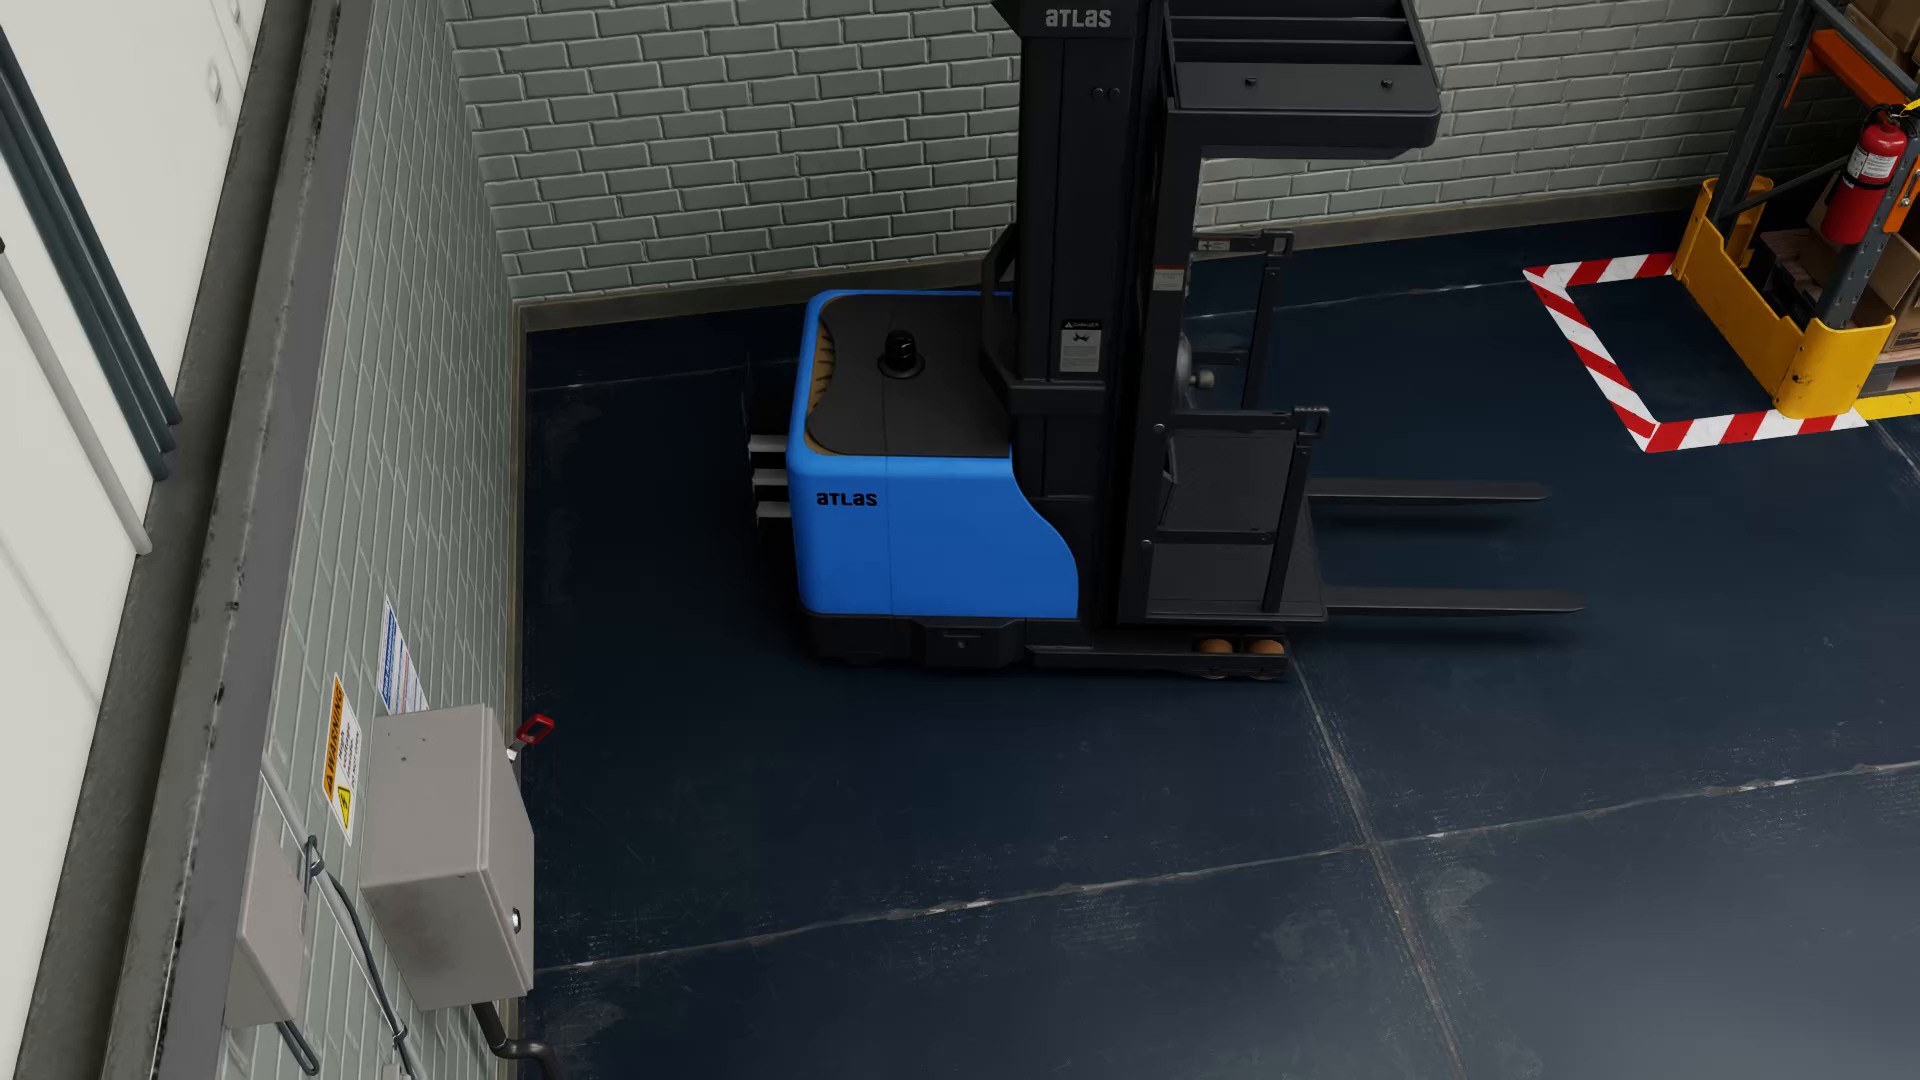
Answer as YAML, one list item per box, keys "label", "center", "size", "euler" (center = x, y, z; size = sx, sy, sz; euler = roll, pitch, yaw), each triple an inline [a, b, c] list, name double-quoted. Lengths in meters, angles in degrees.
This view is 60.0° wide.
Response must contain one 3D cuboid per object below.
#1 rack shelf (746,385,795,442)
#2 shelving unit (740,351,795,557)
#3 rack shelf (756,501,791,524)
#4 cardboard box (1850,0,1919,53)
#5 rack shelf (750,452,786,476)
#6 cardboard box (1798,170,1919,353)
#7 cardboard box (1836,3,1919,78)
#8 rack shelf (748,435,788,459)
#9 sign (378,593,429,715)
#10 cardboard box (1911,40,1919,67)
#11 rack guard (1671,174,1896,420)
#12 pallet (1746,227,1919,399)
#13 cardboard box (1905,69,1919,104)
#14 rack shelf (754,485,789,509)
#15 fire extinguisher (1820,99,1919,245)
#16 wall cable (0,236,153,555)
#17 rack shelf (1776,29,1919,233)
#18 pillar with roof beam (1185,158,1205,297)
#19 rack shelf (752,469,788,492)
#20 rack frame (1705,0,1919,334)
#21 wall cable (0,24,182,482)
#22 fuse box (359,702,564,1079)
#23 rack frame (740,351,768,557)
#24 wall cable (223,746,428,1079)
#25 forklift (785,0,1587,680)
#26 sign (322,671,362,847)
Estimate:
- label: "rack shelf"
  center: [-0.716, -0.490, 6.461]
  size: [0.200, 0.077, 0.258]
  euler: [1, 46, 1]
- label: "shelving unit"
  center: [-0.716, -0.326, 6.632]
  size: [0.210, 0.900, 0.258]
  euler: [1, 46, 1]
- label: "rack shelf"
  center: [-0.716, -0.178, 6.786]
  size: [0.200, 0.077, 0.258]
  euler: [1, 46, 1]
- label: "cardboard box"
  center: [4.107, -2.296, 6.970]
  size: [0.500, 0.250, 0.500]
  euler: [-6, 46, -6]
- label: "rack shelf"
  center: [-0.716, -0.365, 6.591]
  size: [0.200, 0.077, 0.258]
  euler: [1, 46, 1]
- label: "cardboard box"
  center: [4.318, -1.288, 7.543]
  size: [0.637, 0.503, 0.797]
  euler: [-9, 47, -8]
- label: "cardboard box"
  center: [3.980, -2.144, 7.101]
  size: [0.250, 0.149, 0.380]
  euler: [-8, 47, -7]
- label: "rack shelf"
  center: [-0.716, -0.427, 6.526]
  size: [0.200, 0.077, 0.258]
  euler: [1, 46, 1]
- label: "sign"
  center: [-1.506, 0.430, 4.512]
  size: [0.001, 0.494, 0.329]
  euler: [-7, 46, -7]
- label: "cardboard box"
  center: [4.192, -1.916, 6.604]
  size: [0.500, 0.250, 0.500]
  euler: [-7, 46, -7]
- label: "rack guard"
  center: [3.774, -1.143, 7.697]
  size: [0.348, 0.500, 1.175]
  euler: [-7, 46, -7]
- label: "pallet"
  center: [4.559, -1.141, 7.896]
  size: [1.213, 0.211, 1.003]
  euler: [-7, 46, -7]
- label: "cardboard box"
  center: [4.070, -1.759, 6.729]
  size: [0.250, 0.149, 0.380]
  euler: [-7, 47, -7]
- label: "rack shelf"
  center: [-0.716, -0.240, 6.721]
  size: [0.200, 0.077, 0.258]
  euler: [1, 46, 1]
- label: "fire extinguisher"
  center: [3.633, -1.498, 6.616]
  size: [0.183, 0.674, 0.296]
  euler: [-7, 46, -7]
- label: "wall cable"
  center: [-1.134, -0.196, 0.883]
  size: [0.029, 3.000, 2.355]
  euler: [-7, 46, -7]
- label: "rack shelf"
  center: [5.670, -1.996, 7.283]
  size: [4.000, 0.370, 1.077]
  euler: [-7, 46, -7]
- label: "pillar with roof beam"
  center: [1.622, -1.336, 1.981]
  size: [0.400, 9.000, 9.100]
  euler: [-7, 46, -7]
- label: "rack shelf"
  center: [-0.716, -0.302, 6.656]
  size: [0.200, 0.077, 0.258]
  euler: [1, 46, 1]
- label: "rack frame"
  center: [3.699, -2.000, 6.788]
  size: [0.127, 3.000, 1.000]
  euler: [-7, 46, -7]
- label: "wall cable"
  center: [-1.571, -2.190, 2.779]
  size: [0.133, 3.039, 2.988]
  euler: [-7, 46, -7]
- label: "fuse box"
  center: [-1.218, 1.169, 4.629]
  size: [0.414, 1.711, 0.539]
  euler: [-7, 46, -7]
- label: "rack frame"
  center: [-0.818, -0.327, 6.634]
  size: [0.006, 0.900, 0.240]
  euler: [1, 46, 1]
- label: "wall cable"
  center: [-1.257, 0.873, 3.314]
  size: [0.122, 1.984, 0.588]
  euler: [-7, 46, -7]
- label: "forklift"
  center: [0.902, -0.868, 5.744]
  size: [3.031, 2.935, 1.130]
  euler: [1, 46, 1]
- label: "sign"
  center: [-1.412, 0.500, 3.805]
  size: [0.001, 0.242, 0.339]
  euler: [-7, 46, -7]
